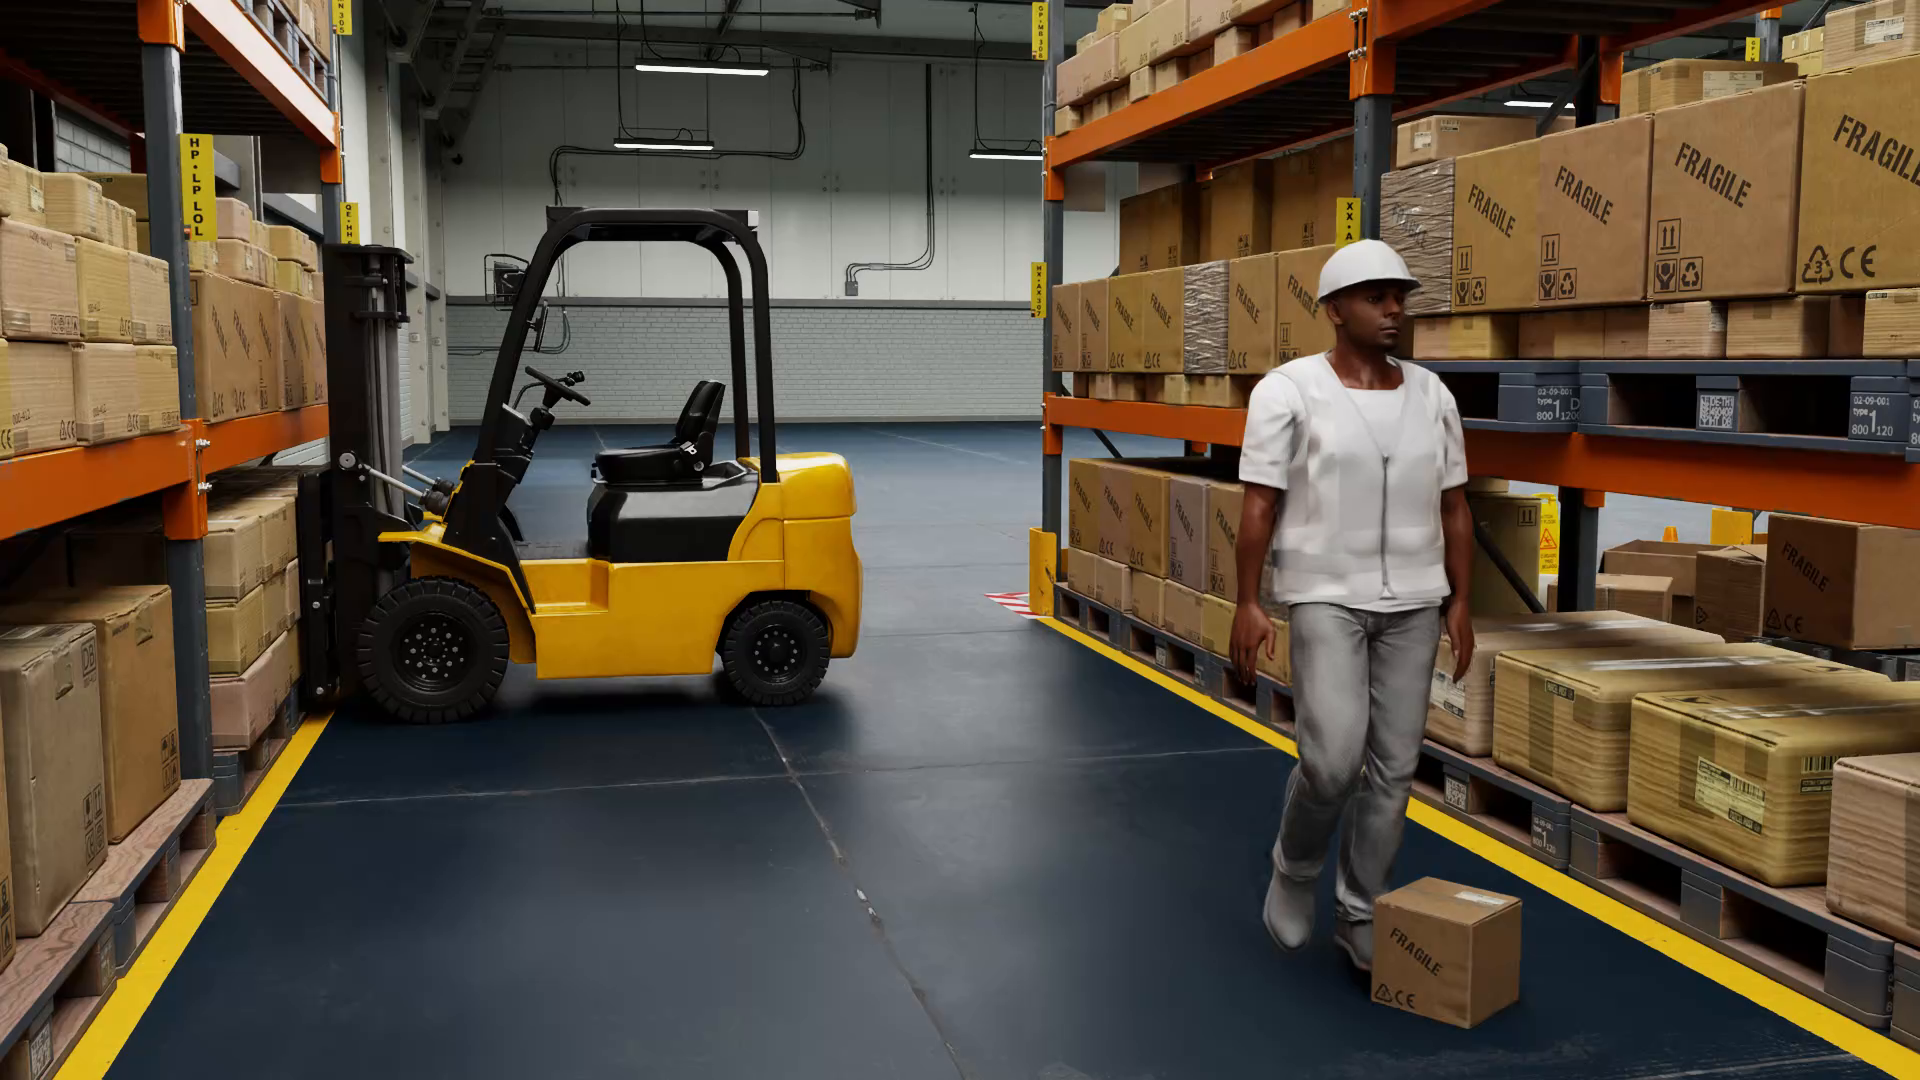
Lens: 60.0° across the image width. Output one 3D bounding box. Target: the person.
[{"bbox_3d":[0.966,0.164,4.008,0.610,1.760,0.482,-1,6,-11],"label":"person"}]
